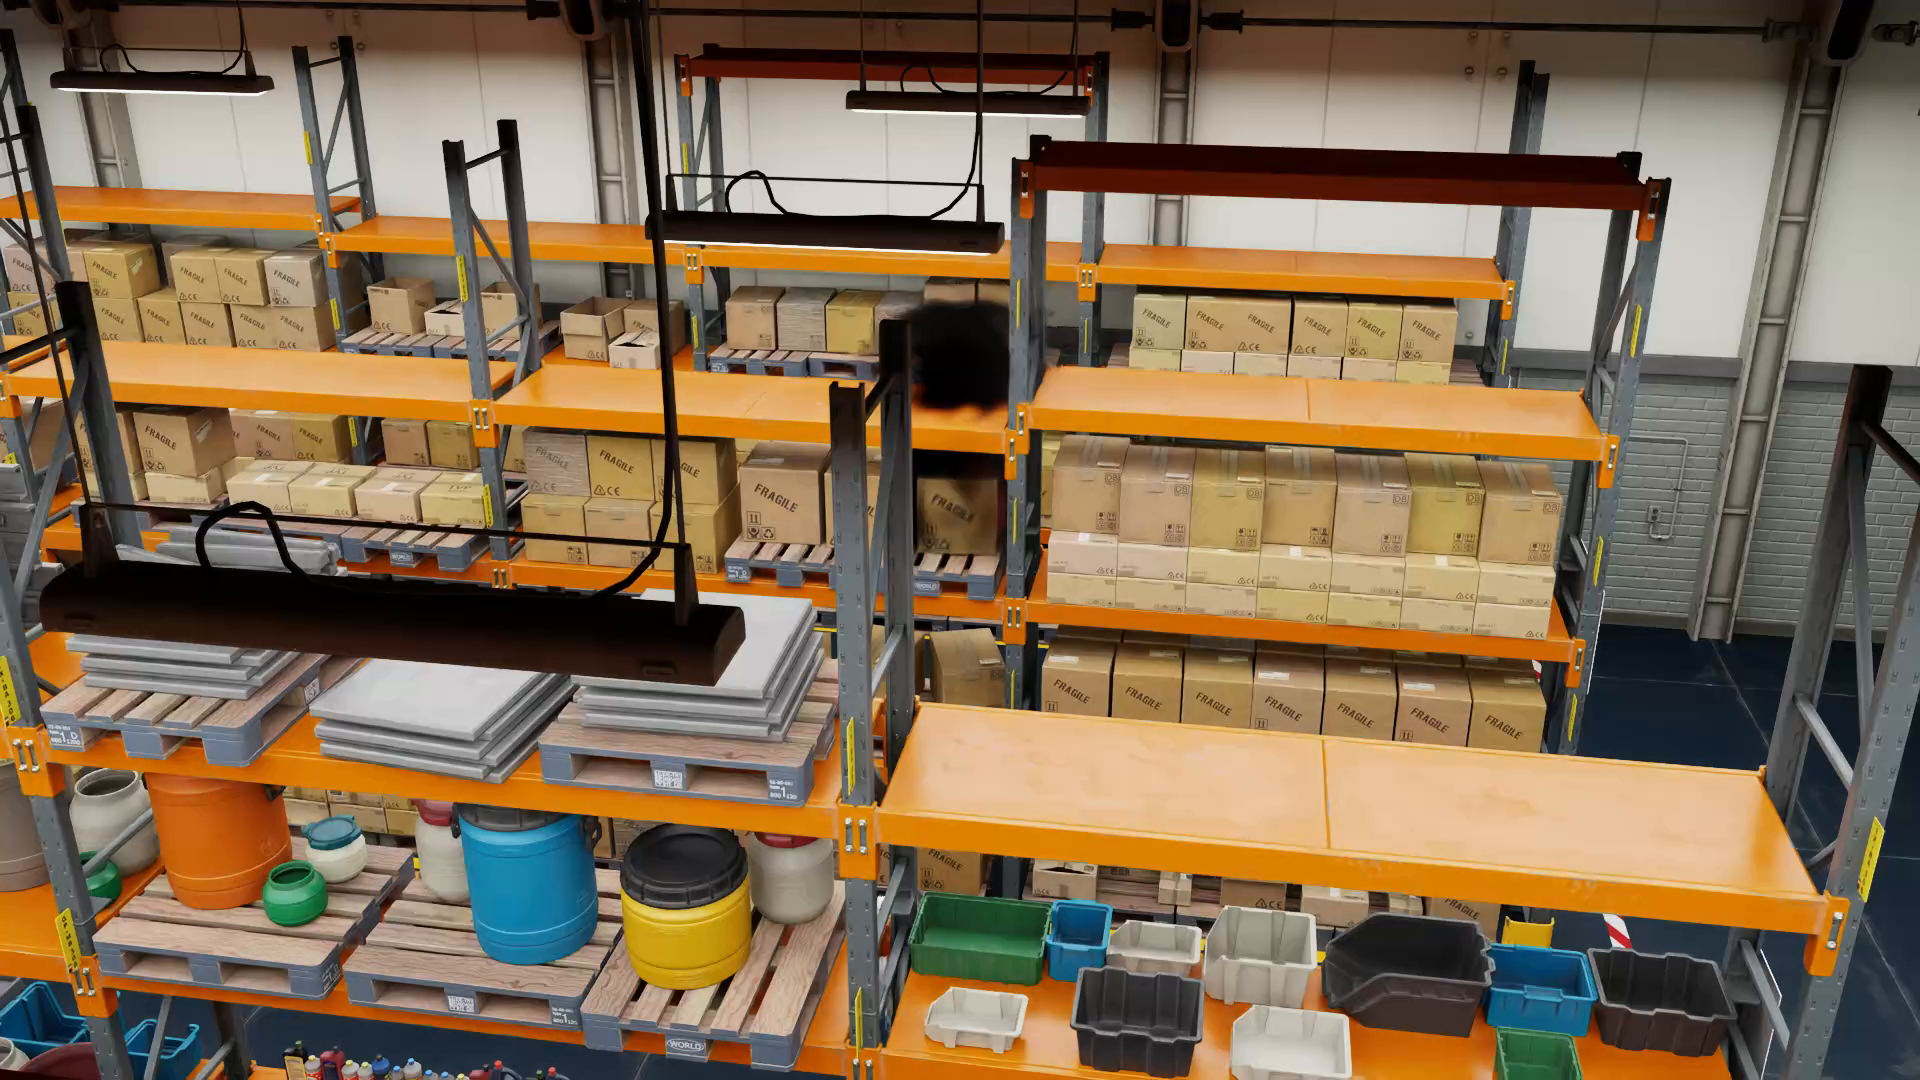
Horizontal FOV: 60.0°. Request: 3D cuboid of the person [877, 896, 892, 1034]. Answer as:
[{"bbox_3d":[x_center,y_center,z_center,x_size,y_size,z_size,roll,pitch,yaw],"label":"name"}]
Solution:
[{"bbox_3d":[-0.333,3.075,10.894,0.733,1.716,0.653,11,25,24],"label":"person"}]
